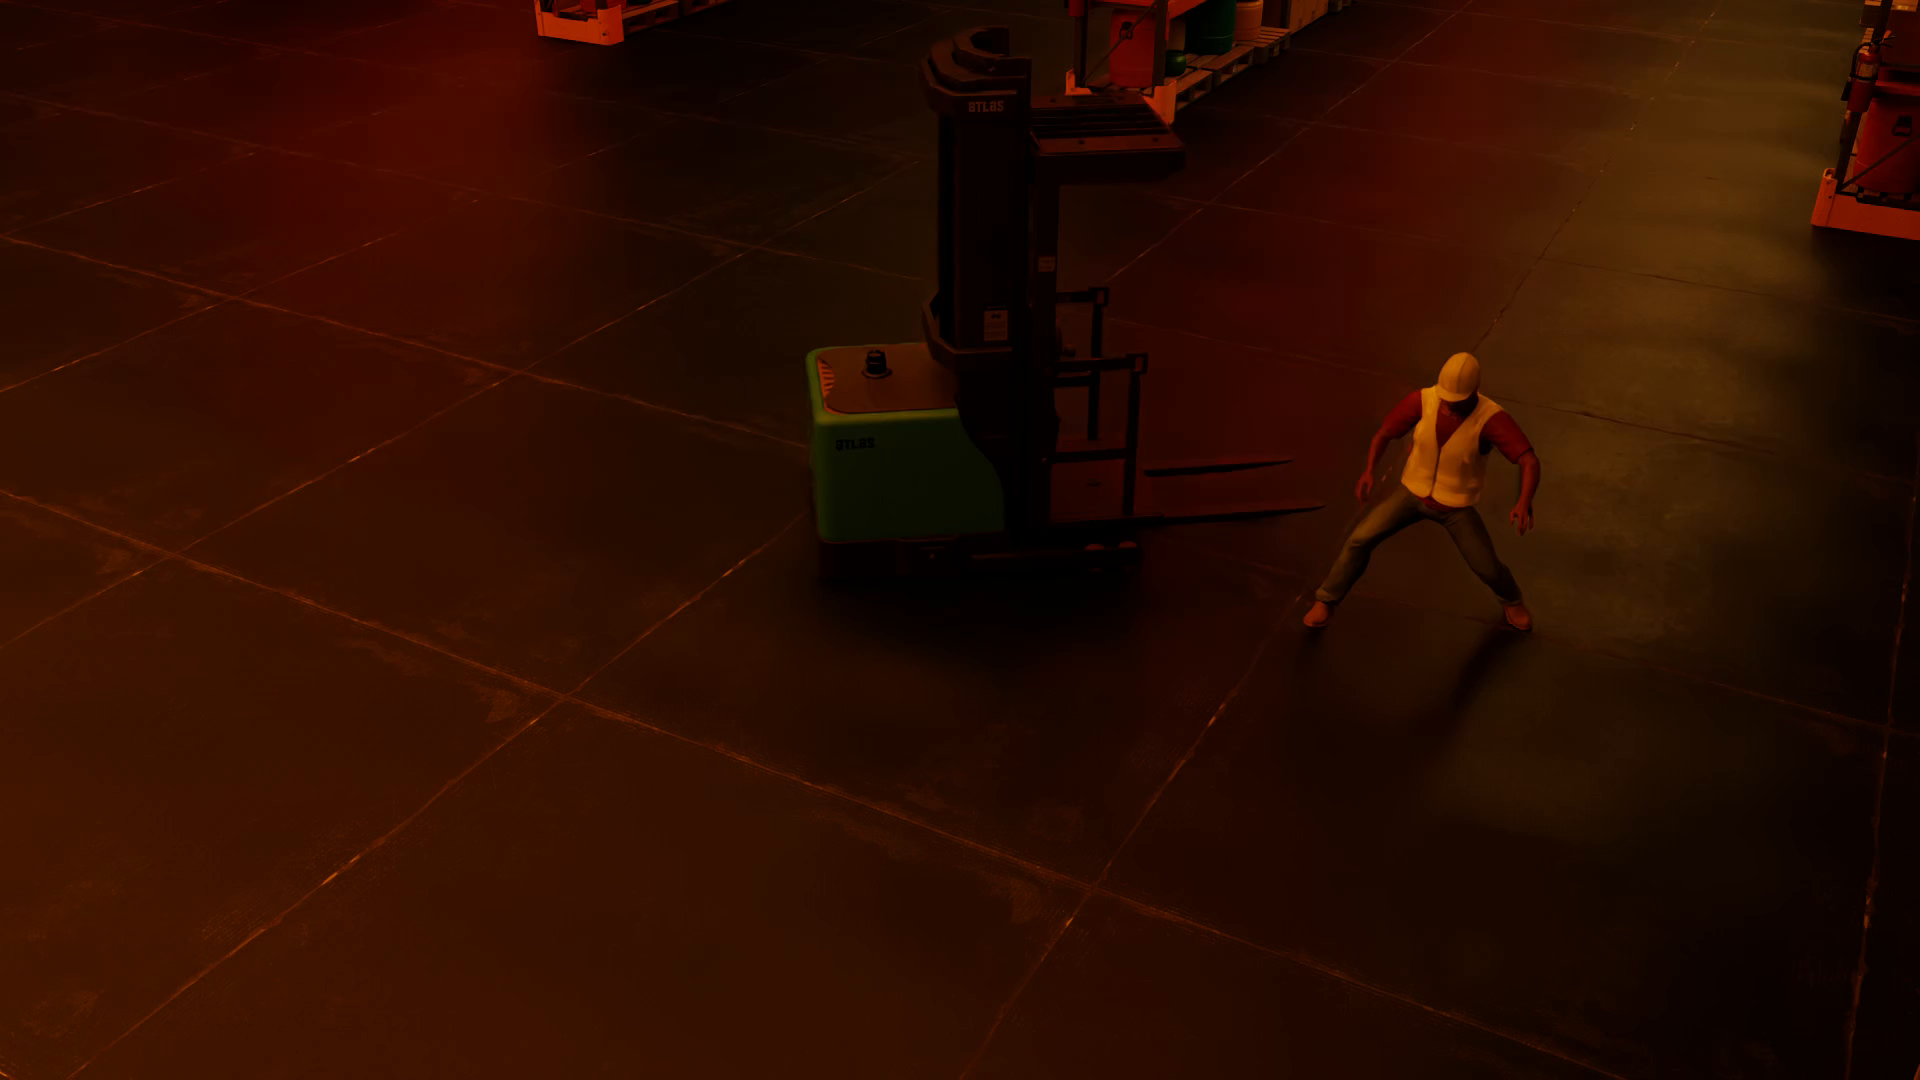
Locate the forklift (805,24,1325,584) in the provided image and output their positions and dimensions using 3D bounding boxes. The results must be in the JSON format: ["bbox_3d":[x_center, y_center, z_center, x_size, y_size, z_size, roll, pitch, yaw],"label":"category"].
[{"bbox_3d":[0.631,-1.339,9.391,3.031,2.935,1.130,-4,30,-7],"label":"forklift"}]

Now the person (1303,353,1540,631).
[{"bbox_3d":[2.547,-0.215,8.800,1.053,1.598,0.993,18,35,29],"label":"person"}]
